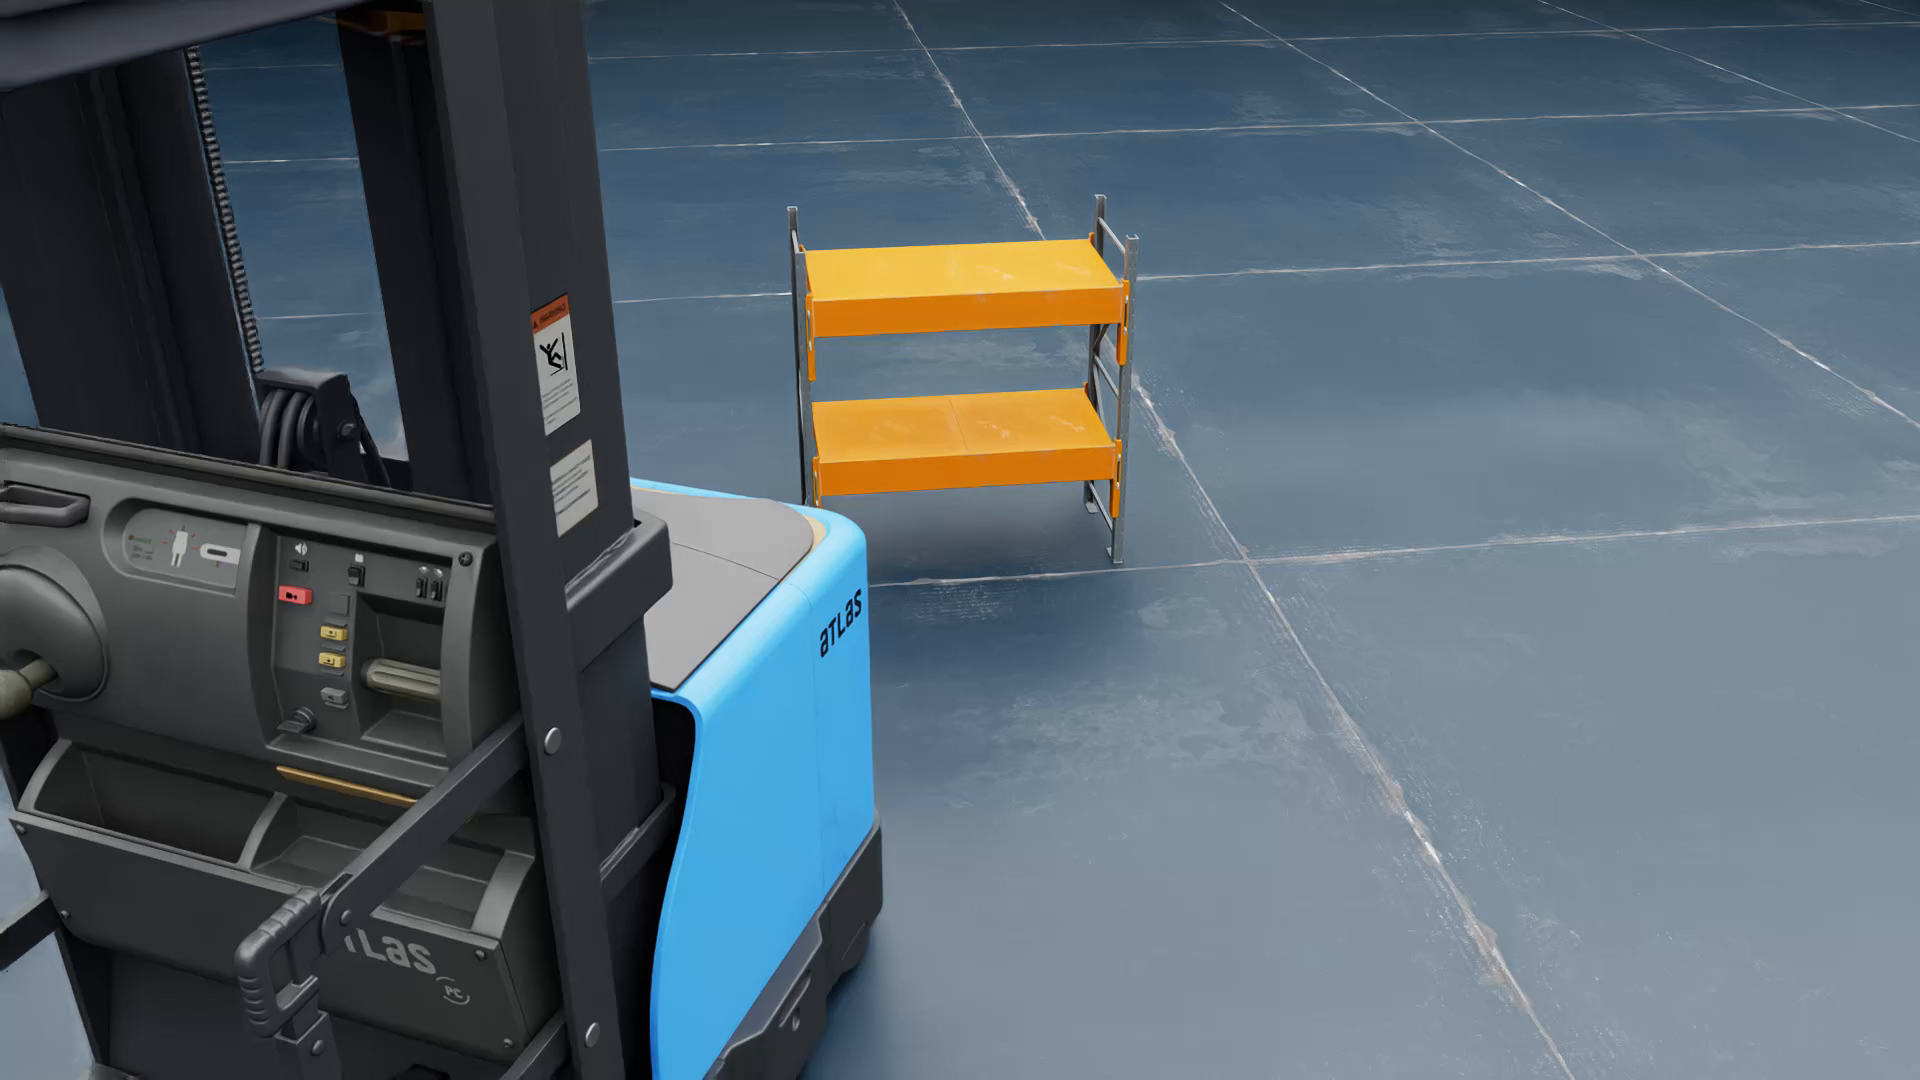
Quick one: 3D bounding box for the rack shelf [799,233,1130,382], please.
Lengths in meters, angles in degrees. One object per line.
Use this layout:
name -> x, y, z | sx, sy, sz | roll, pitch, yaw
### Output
rack shelf -> -0.007, -0.760, 5.359 | 1.000, 0.278, 0.538 | -4, 27, -7

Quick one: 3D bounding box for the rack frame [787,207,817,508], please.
rack frame -> -0.510, -0.468, 5.429 | 0.032, 1.125, 0.500 | -4, 27, -7

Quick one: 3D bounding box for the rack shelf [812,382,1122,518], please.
rack shelf -> -0.007, -0.282, 5.604 | 1.000, 0.278, 0.538 | -4, 27, -7

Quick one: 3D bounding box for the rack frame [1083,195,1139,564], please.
rack frame -> 0.497, -0.532, 5.555 | 0.032, 1.125, 0.500 | -4, 27, -7

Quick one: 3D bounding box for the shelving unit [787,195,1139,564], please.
shelving unit -> -0.007, -0.500, 5.492 | 1.048, 1.125, 0.538 | -4, 27, -7

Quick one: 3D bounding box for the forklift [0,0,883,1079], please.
forklift -> -1.163, 0.153, 2.241 | 1.130, 2.935, 3.031 | 9, 29, 18
